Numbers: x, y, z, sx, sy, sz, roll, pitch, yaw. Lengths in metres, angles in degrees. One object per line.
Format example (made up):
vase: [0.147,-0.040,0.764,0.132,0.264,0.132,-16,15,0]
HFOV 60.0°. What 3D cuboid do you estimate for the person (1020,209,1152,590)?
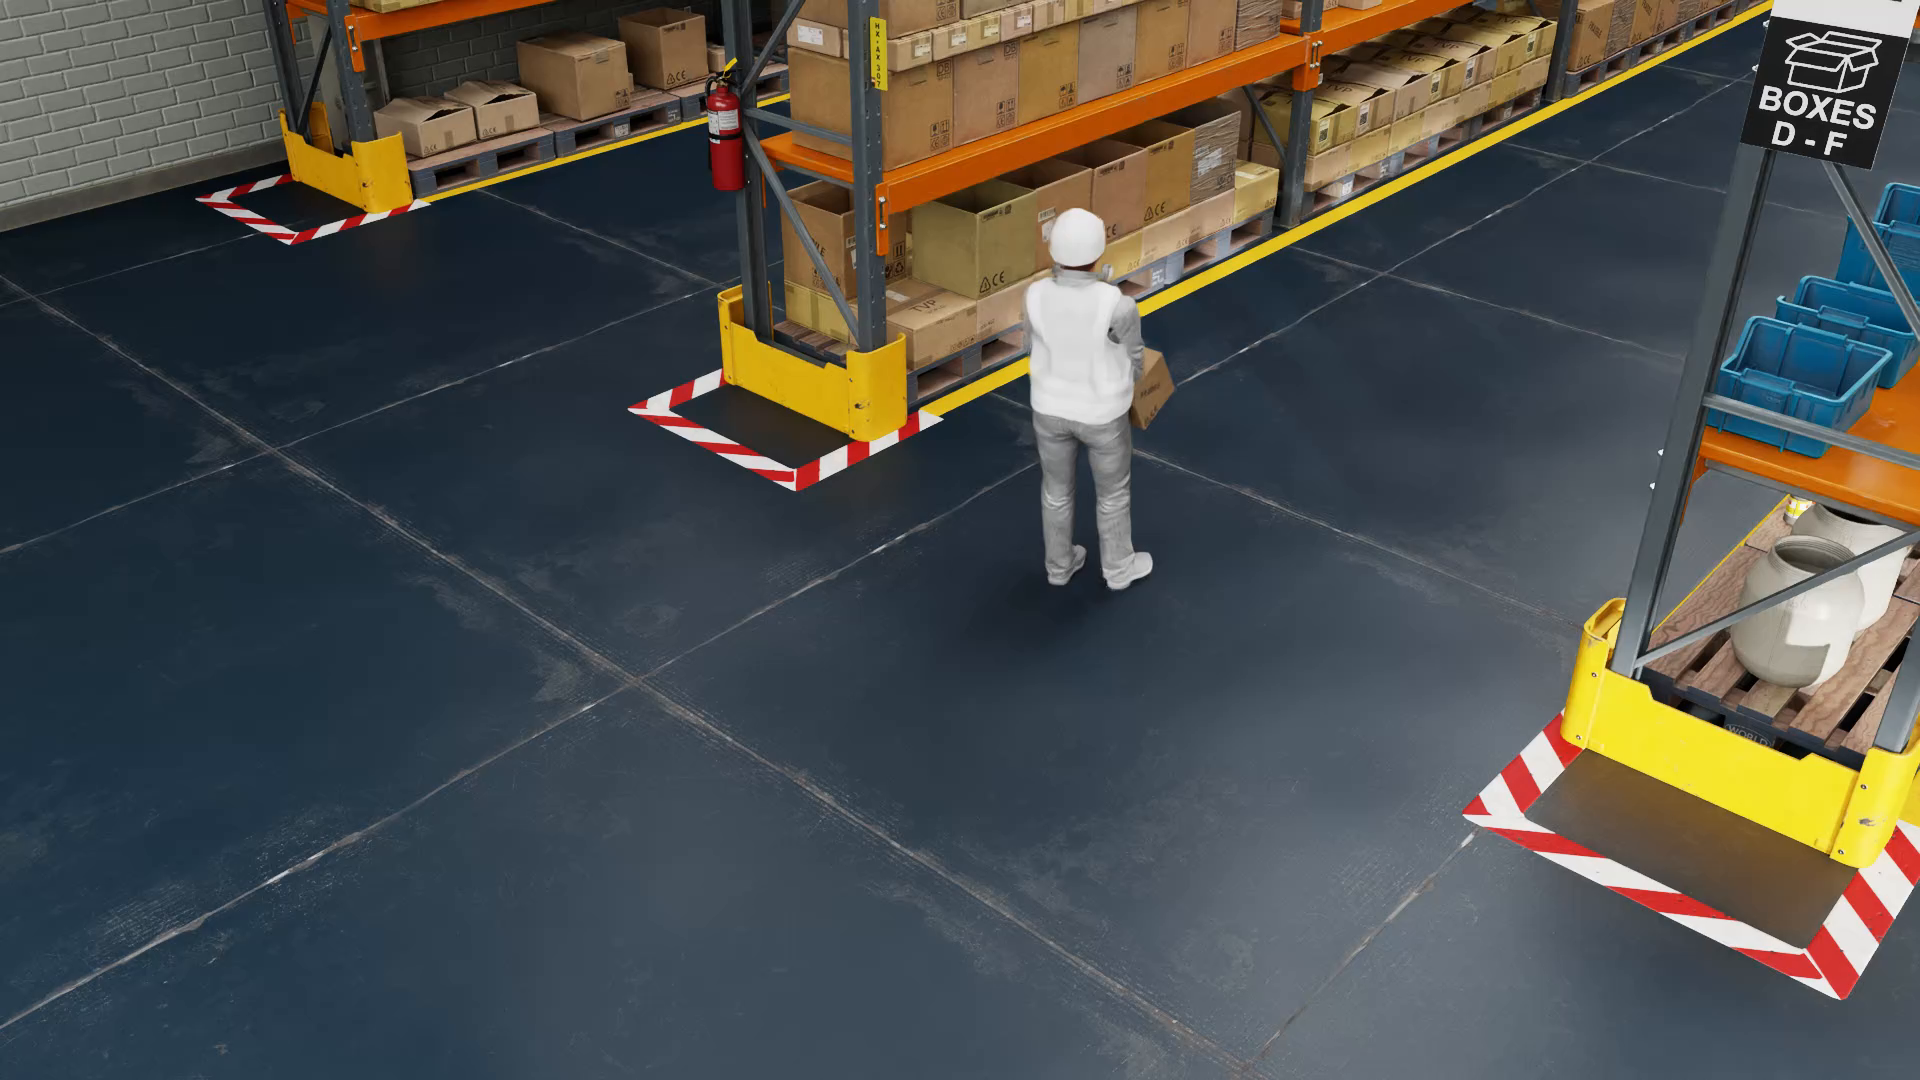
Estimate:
person: [0.548,-0.595,7.085,0.576,1.776,0.509,12,33,18]
